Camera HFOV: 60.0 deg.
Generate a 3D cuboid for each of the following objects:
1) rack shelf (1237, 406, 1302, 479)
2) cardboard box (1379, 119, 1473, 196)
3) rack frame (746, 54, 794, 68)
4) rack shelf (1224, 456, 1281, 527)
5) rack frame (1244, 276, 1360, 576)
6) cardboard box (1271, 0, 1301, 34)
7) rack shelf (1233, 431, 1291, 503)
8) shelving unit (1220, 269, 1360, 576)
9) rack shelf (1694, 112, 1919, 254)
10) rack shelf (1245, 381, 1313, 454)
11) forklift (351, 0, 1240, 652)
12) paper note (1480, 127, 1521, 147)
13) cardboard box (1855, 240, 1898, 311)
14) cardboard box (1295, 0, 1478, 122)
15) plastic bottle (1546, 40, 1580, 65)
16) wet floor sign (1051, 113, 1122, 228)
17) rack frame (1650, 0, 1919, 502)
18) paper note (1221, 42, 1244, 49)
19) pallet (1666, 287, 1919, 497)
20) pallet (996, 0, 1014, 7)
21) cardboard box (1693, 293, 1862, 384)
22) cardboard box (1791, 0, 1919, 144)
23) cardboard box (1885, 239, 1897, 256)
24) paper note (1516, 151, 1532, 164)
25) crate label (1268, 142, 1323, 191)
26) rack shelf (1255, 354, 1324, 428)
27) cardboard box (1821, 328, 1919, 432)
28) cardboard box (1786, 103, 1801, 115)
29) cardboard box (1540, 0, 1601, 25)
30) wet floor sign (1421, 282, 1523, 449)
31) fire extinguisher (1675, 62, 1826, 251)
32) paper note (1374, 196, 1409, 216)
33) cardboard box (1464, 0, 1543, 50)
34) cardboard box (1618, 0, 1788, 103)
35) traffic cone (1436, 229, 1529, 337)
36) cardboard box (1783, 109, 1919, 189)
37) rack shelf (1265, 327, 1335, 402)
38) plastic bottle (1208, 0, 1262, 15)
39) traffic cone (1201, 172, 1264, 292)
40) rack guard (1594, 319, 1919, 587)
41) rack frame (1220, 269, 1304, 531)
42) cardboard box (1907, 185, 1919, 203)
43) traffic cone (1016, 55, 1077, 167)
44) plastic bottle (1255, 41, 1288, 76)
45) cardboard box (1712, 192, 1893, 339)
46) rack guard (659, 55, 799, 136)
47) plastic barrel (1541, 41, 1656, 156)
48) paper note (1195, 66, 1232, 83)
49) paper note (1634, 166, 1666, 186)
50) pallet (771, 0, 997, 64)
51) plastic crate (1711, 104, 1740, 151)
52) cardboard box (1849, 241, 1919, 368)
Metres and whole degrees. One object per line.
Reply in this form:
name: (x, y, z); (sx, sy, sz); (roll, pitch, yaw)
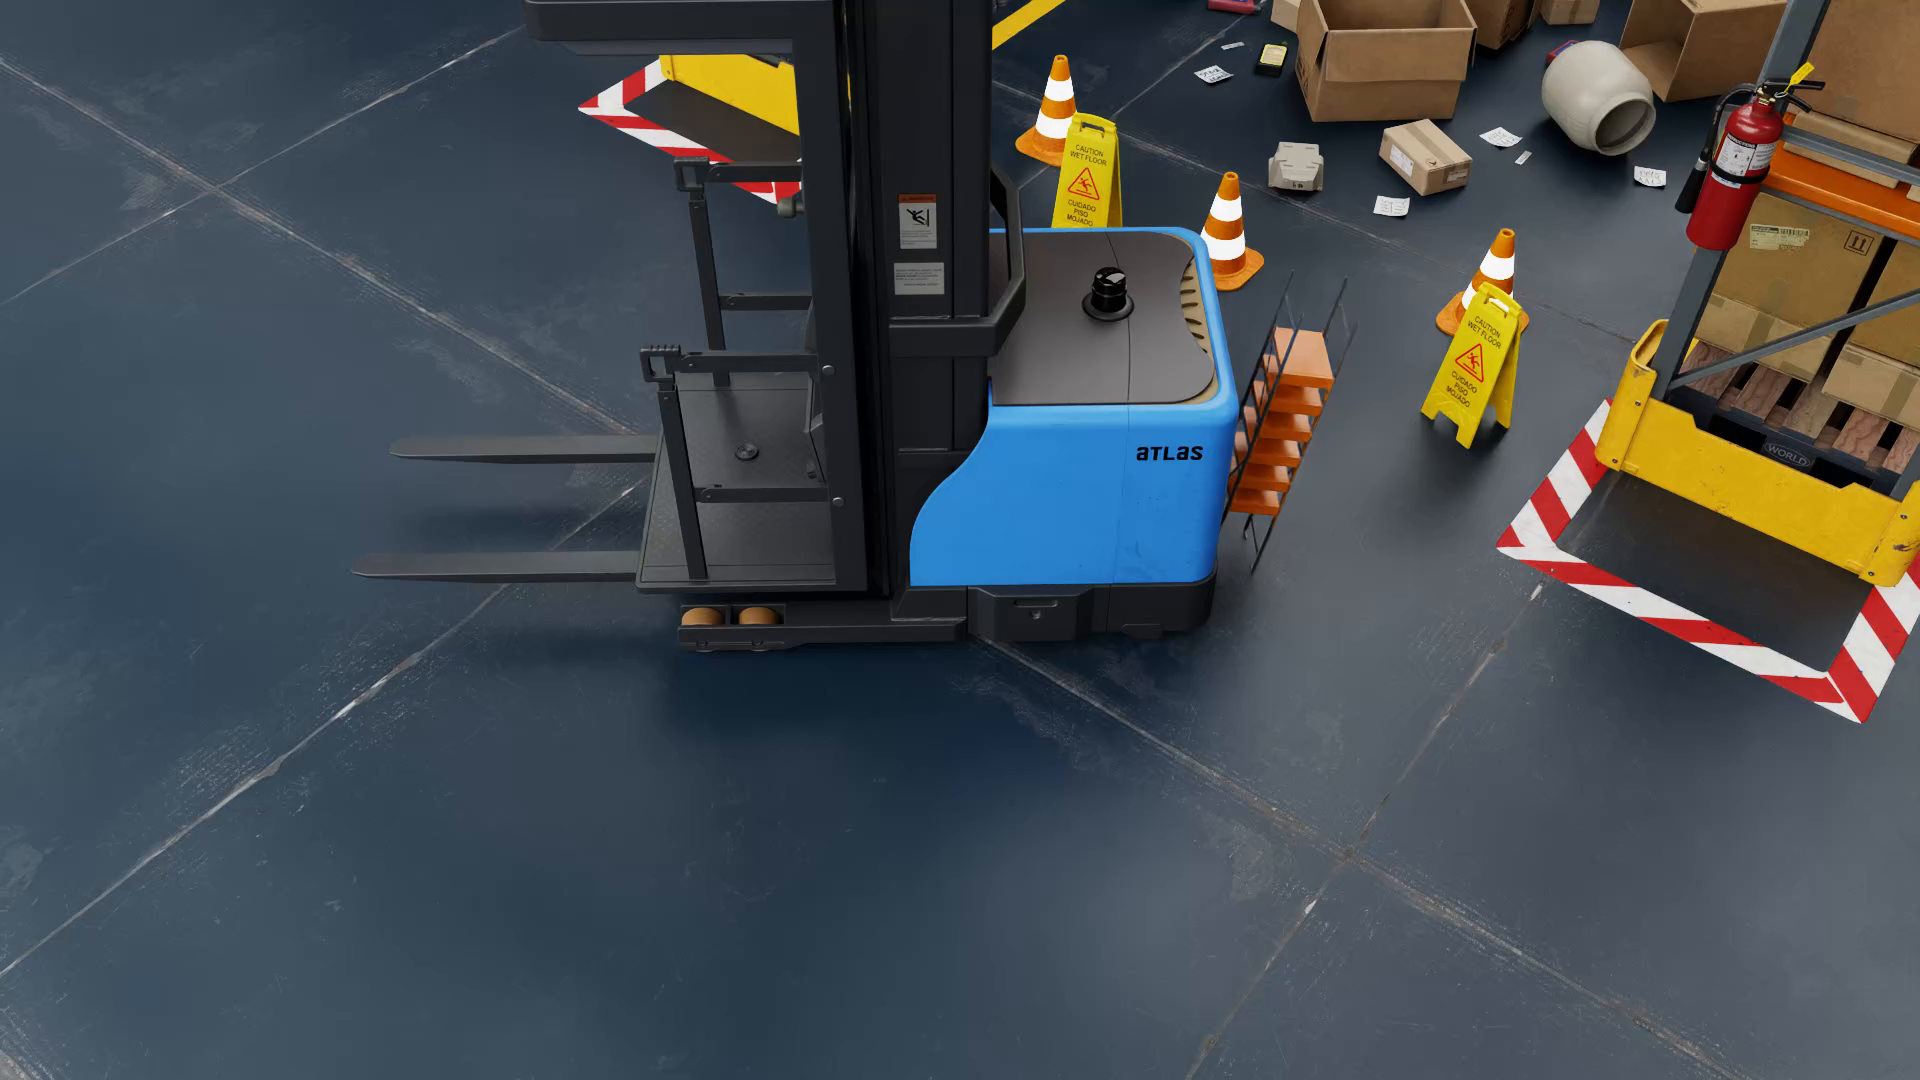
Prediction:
rack shelf: (1.073, -0.344, 5.799); (0.180, 0.103, 0.258); (6, 46, -7)
cardboard box: (2.204, -1.815, 7.881); (0.250, 0.149, 0.380); (-17, 49, -15)
rack frame: (-0.977, -3.288, 7.316); (1.000, 3.000, 0.127); (29, 53, 25)
rack shelf: (1.035, -0.180, 5.970); (0.180, 0.103, 0.258); (6, 46, -7)
rack frame: (1.170, -0.365, 5.778); (0.006, 1.200, 0.240); (6, 46, -7)
cardboard box: (1.875, -2.834, 8.774); (0.258, 0.266, 0.396); (-33, 55, -28)
rack shelf: (1.054, -0.262, 5.884); (0.180, 0.103, 0.258); (6, 46, -7)
shelving unit: (1.079, -0.375, 5.767); (0.189, 1.200, 0.258); (6, 46, -7)
rack shelf: (4.224, -2.053, 6.634); (1.077, 0.370, 4.000); (29, 53, 25)
rack shelf: (1.091, -0.426, 5.713); (0.180, 0.103, 0.258); (6, 46, -7)
forklift: (-0.630, -1.005, 5.183); (3.031, 2.935, 1.130); (-1, 46, -1)
paper note: (2.642, -1.968, 8.117); (0.142, 0.019, 0.148); (-25, 51, -22)
cardboard box: (3.606, -1.227, 6.959); (0.500, 0.250, 0.500); (29, 53, 25)
cardboard box: (2.072, -2.419, 8.213); (0.797, 0.503, 0.637); (-2, 46, -2)
plastic bottle: (3.174, -2.522, 8.616); (0.283, 0.061, 0.133); (-33, 55, -28)
wet floor sign: (0.572, -1.582, 7.315); (0.267, 0.644, 0.232); (21, 50, 19)
rack frame: (3.002, -1.157, 5.281); (1.000, 3.000, 0.127); (29, 53, 25)
paper note: (1.430, -2.592, 8.719); (0.123, 0.001, 0.032); (-17, 49, -15)
pallet: (3.573, -0.687, 6.760); (1.003, 0.211, 1.213); (29, 53, 25)
pallet: (0.196, -3.512, 9.459); (1.003, 0.211, 1.213); (29, 53, 25)
cardboard box: (3.298, -0.948, 6.692); (0.500, 0.250, 0.500); (29, 53, 25)
cardboard box: (3.115, -1.727, 5.550); (0.500, 0.500, 0.500); (28, 53, 24)
cardboard box: (3.601, -1.485, 6.687); (0.500, 0.500, 0.500); (31, 54, 26)
paper note: (2.711, -1.840, 8.001); (0.032, 0.001, 0.123); (29, 53, 25)
crate label: (1.589, -1.758, 7.835); (0.250, 0.136, 0.298); (6, 47, 5)
rack shelf: (1.110, -0.508, 5.627); (0.180, 0.103, 0.258); (6, 46, -7)
cardboard box: (3.714, -0.692, 6.447); (0.500, 0.250, 0.500); (29, 53, 25)
cardboard box: (3.128, -1.573, 5.852); (0.380, 0.149, 0.250); (29, 53, 25)
cardboard box: (3.251, -2.984, 8.917); (0.258, 0.266, 0.396); (-2, 46, -2)
wet floor sign: (2.039, -0.708, 6.480); (0.232, 0.644, 0.267); (-25, 51, -22)
fire extinguisher: (2.567, -1.269, 5.441); (0.296, 0.674, 0.183); (29, 53, 25)
paper note: (2.004, -1.552, 7.712); (0.148, 0.019, 0.142); (13, 48, 12)
cardboard box: (2.637, -3.005, 8.678); (0.797, 0.637, 0.503); (29, 53, 25)
cardboard box: (3.715, -2.572, 8.359); (0.500, 0.500, 0.500); (-9, 47, -8)
traffic cone: (2.244, -1.097, 6.978); (0.336, 0.463, 0.334); (29, 53, 25)
cardboard box: (3.061, -1.379, 5.666); (0.380, 0.149, 0.250); (31, 54, 26)
rack shelf: (1.129, -0.590, 5.542); (0.180, 0.103, 0.258); (6, 46, -7)
plastic bottle: (1.494, -2.902, 8.980); (0.283, 0.061, 0.133); (13, 48, 12)
traffic cone: (1.157, -1.393, 7.261); (0.336, 0.463, 0.334); (29, 53, 25)
rack guard: (3.048, -0.337, 6.226); (1.175, 0.500, 0.348); (29, 53, 25)
rack frame: (0.989, -0.384, 5.756); (0.006, 1.200, 0.240); (6, 46, -7)
cardboard box: (3.373, -1.173, 5.470); (0.380, 0.149, 0.250); (29, 53, 25)
traffic cone: (0.471, -2.087, 7.924); (0.336, 0.463, 0.334); (29, 53, 25)
plastic bottle: (1.617, -2.499, 8.595); (0.133, 0.061, 0.283); (13, 48, 12)
cardboard box: (3.285, -1.185, 6.400); (0.500, 0.500, 0.500); (30, 53, 25)
rack guard: (-0.992, -2.410, 8.207); (1.175, 0.500, 0.348); (29, 53, 25)
plastic barrel: (3.066, -2.118, 7.981); (0.421, 0.421, 0.512); (-9, 47, -8)
paper note: (1.299, -2.384, 8.508); (0.142, 0.017, 0.144); (-25, 51, -22)
paper note: (3.272, -1.726, 7.878); (0.142, 0.019, 0.148); (13, 48, 12)
pallet: (-0.550, -2.816, 8.795); (1.003, 0.211, 1.213); (29, 53, 25)
plastic crate: (3.838, -1.902, 8.011); (0.402, 0.080, 0.583); (13, 48, 12)
cardboard box: (3.728, -0.965, 6.189); (0.500, 0.500, 0.500); (28, 52, 24)
